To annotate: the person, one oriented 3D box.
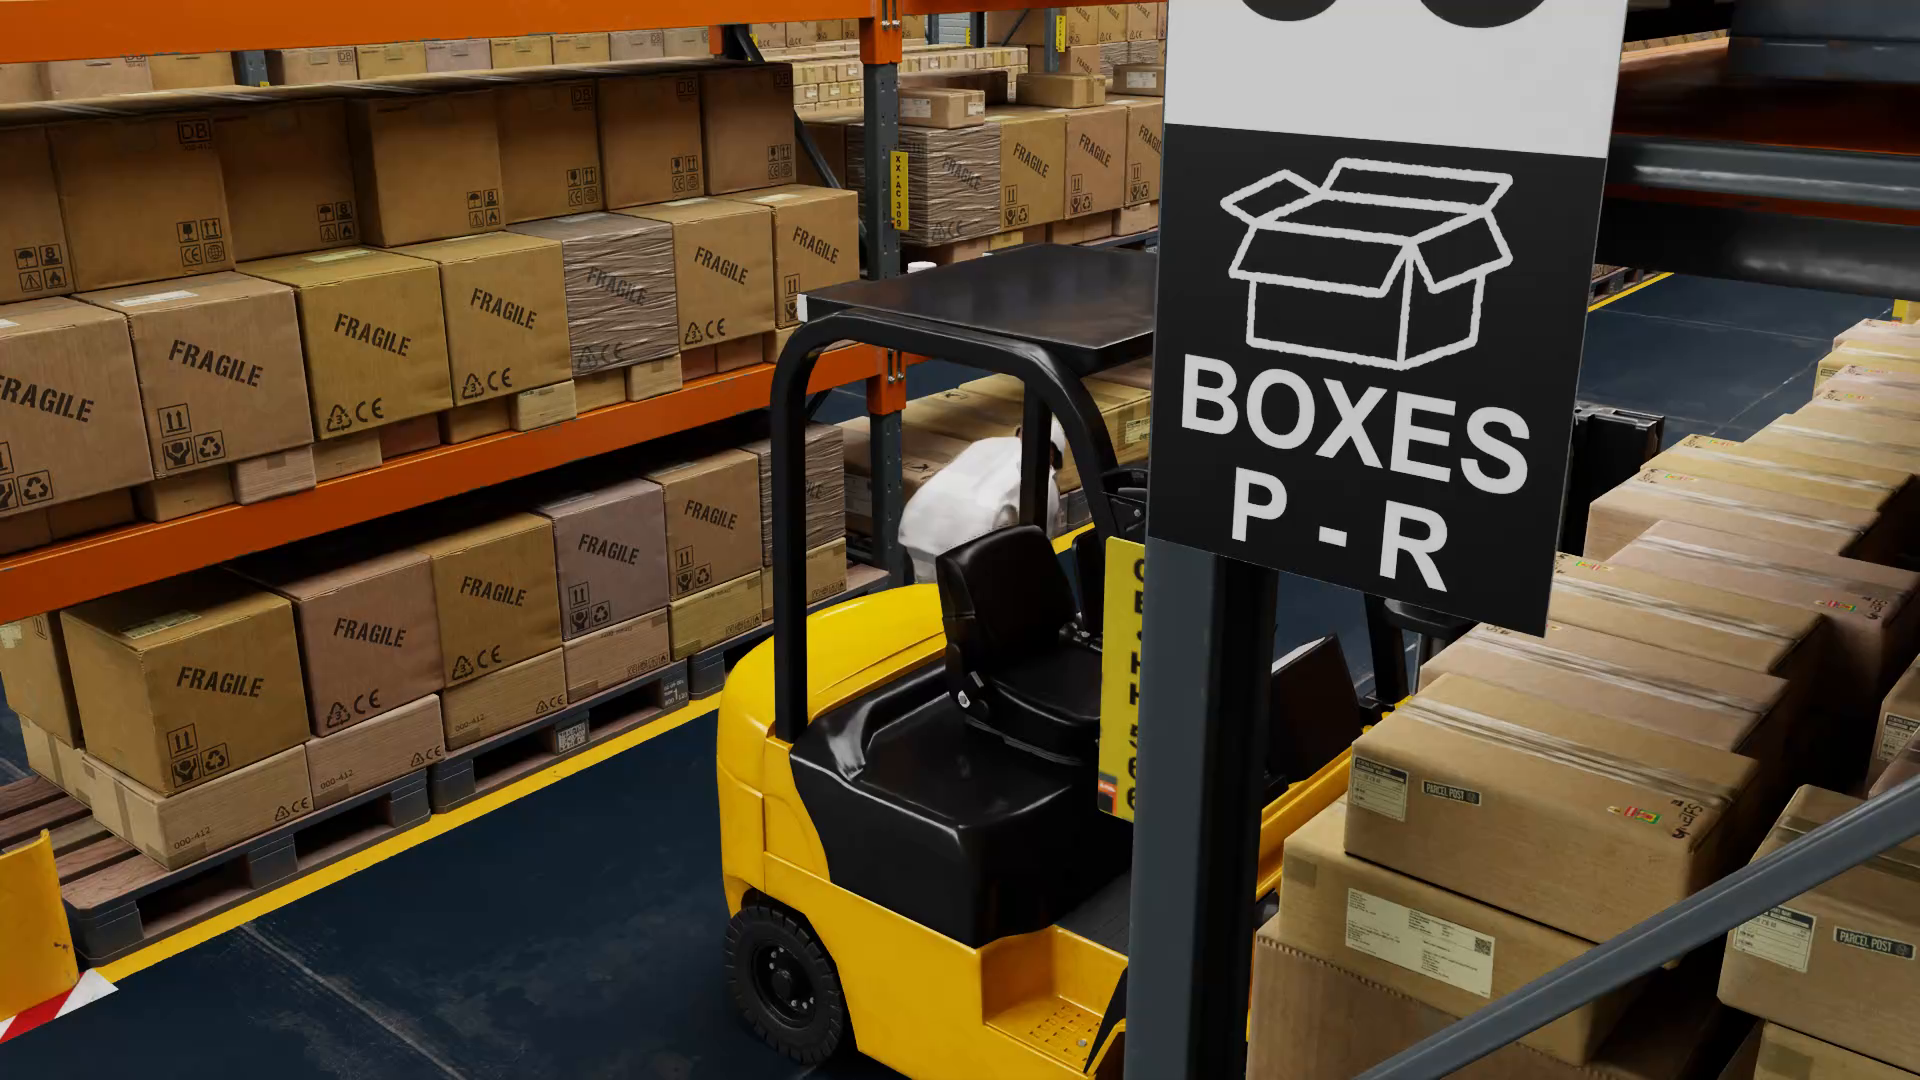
[{"bbox_3d":[0.144,0.154,6.510,0.523,1.173,0.945,14,24,33],"label":"person"}]
